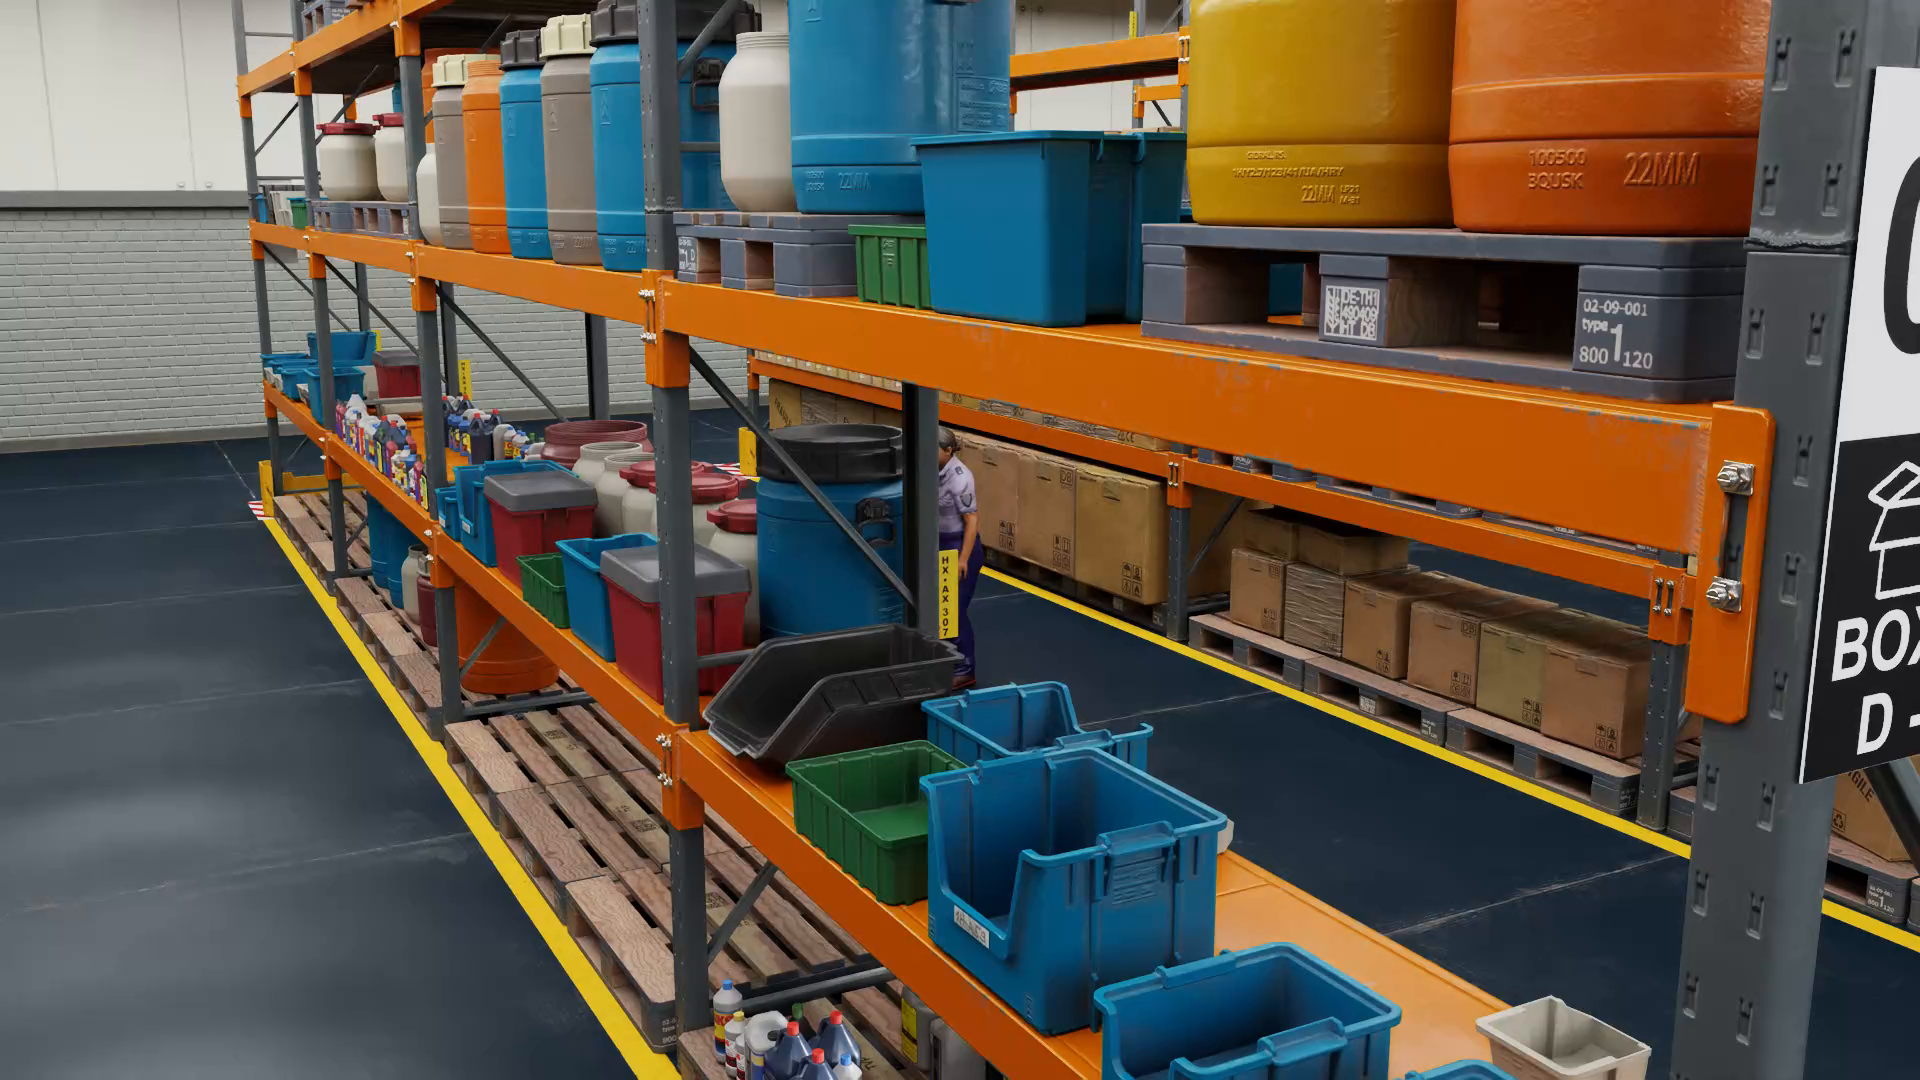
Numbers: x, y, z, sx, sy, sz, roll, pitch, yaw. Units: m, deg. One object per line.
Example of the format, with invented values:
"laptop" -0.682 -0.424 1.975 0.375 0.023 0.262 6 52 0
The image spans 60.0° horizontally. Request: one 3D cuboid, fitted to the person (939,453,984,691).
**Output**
"person" -0.074 0.182 10.528 0.374 1.477 0.528 -6 13 -28
